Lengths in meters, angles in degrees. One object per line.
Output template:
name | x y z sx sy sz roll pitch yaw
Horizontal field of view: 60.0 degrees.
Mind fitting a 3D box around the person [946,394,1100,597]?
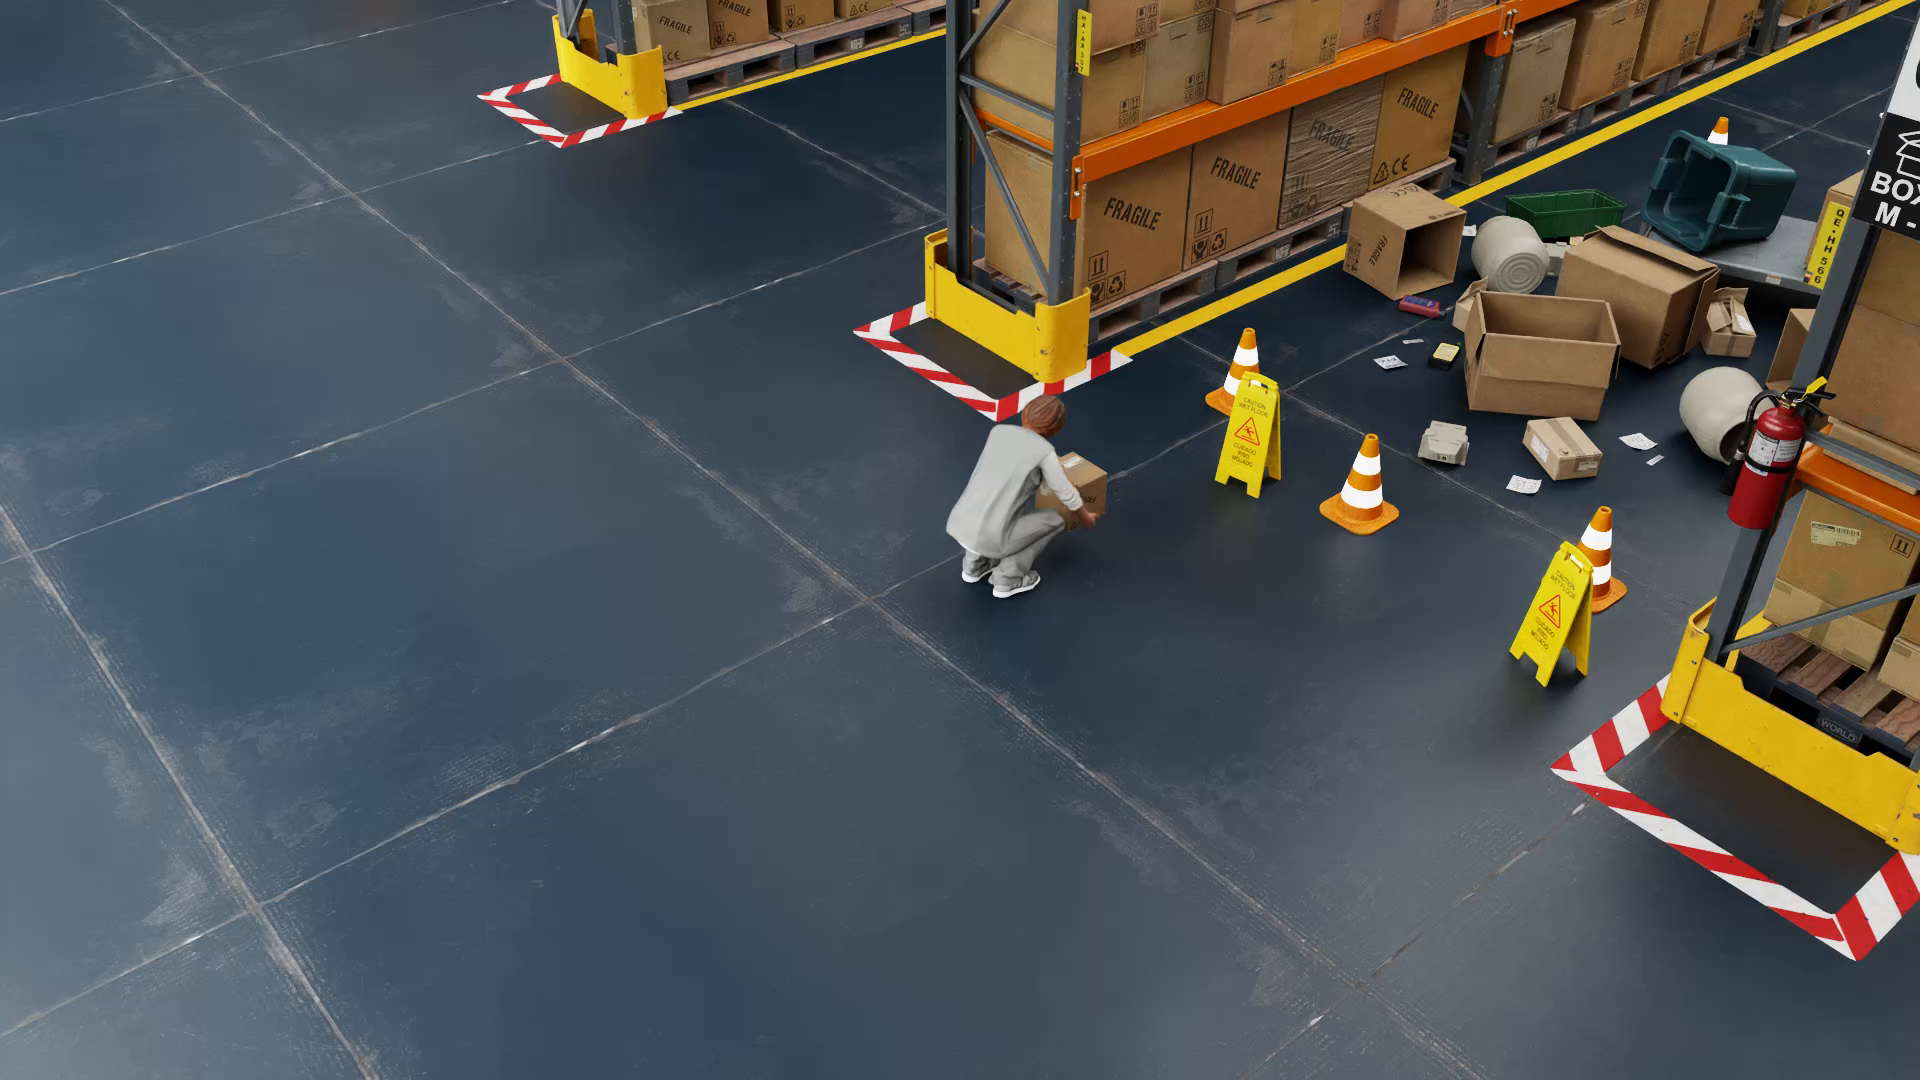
person | 0.285 -0.203 7.964 0.823 0.890 0.428 -27 44 -32
